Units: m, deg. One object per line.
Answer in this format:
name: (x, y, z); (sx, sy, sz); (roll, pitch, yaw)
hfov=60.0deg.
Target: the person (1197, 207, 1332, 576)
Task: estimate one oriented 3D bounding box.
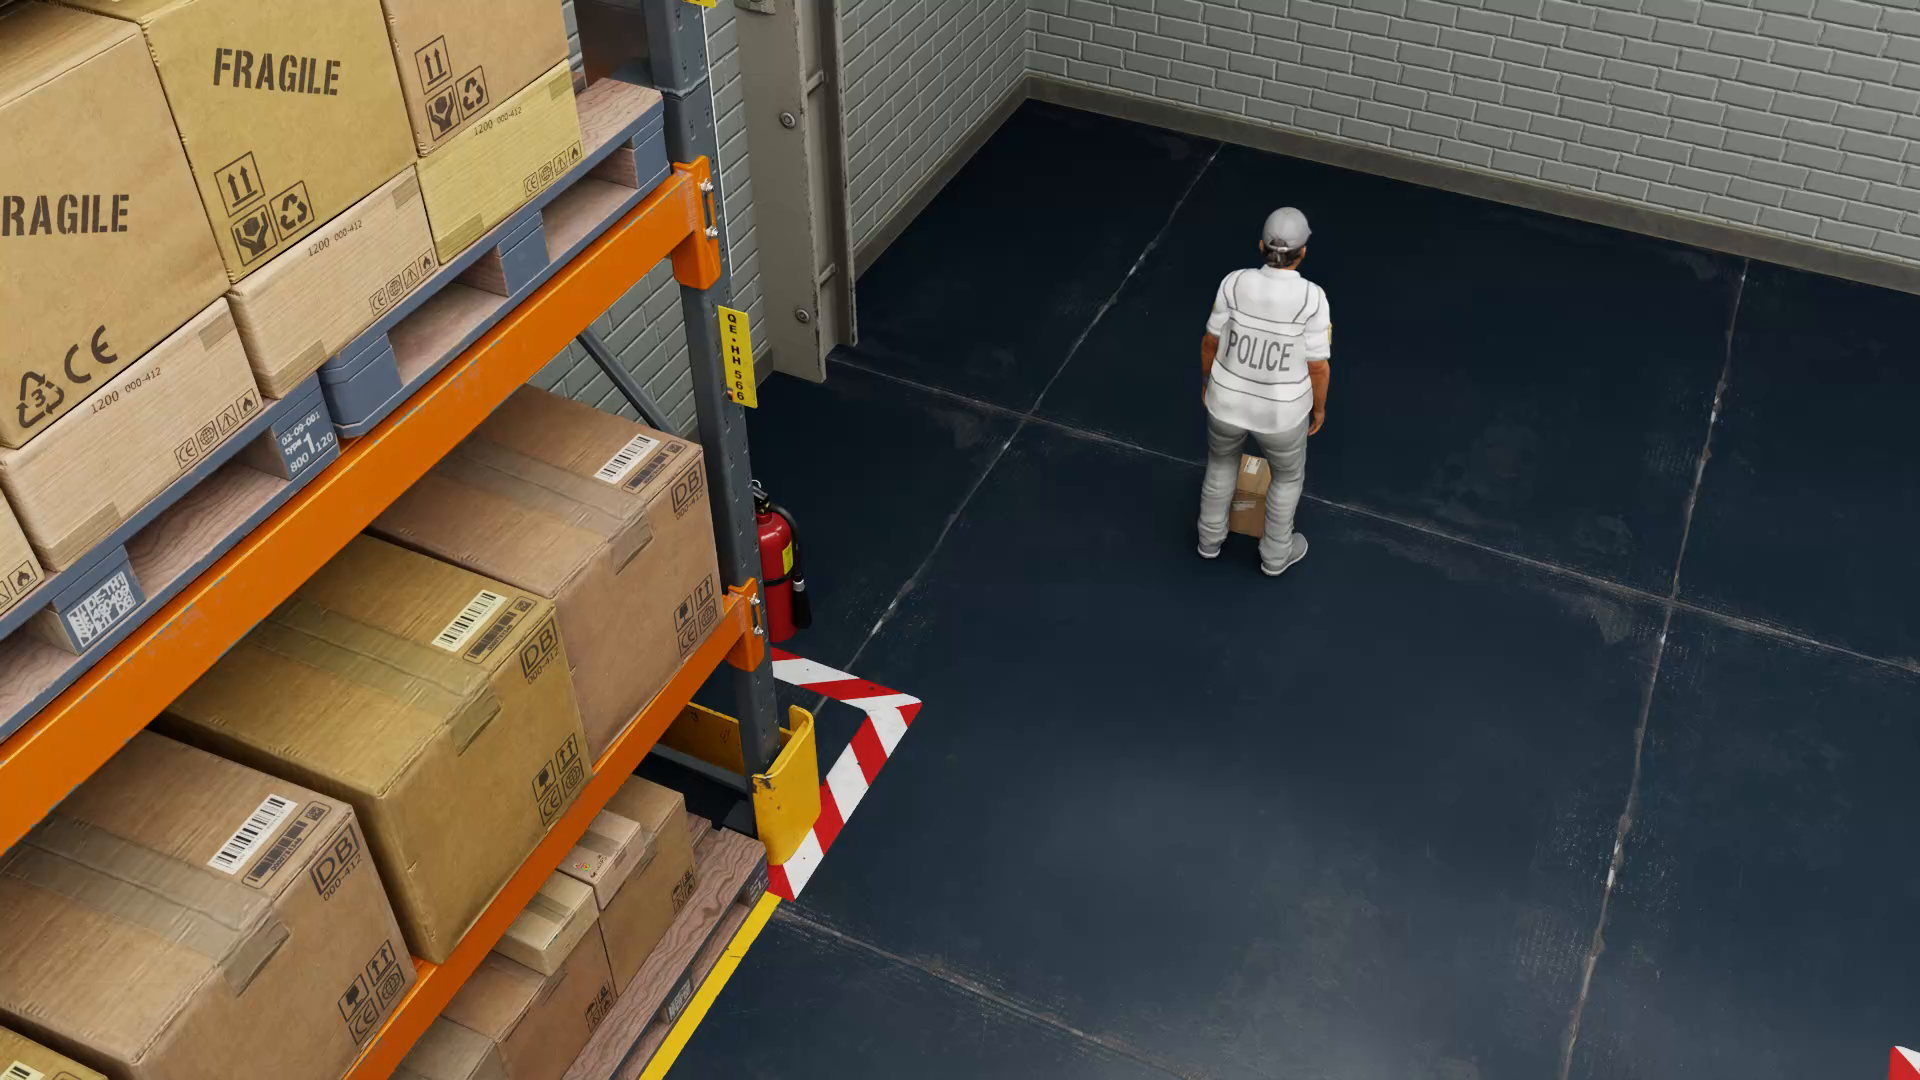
person: (1.243, -0.580, 6.794); (0.543, 1.666, 0.471); (17, 45, 18)
